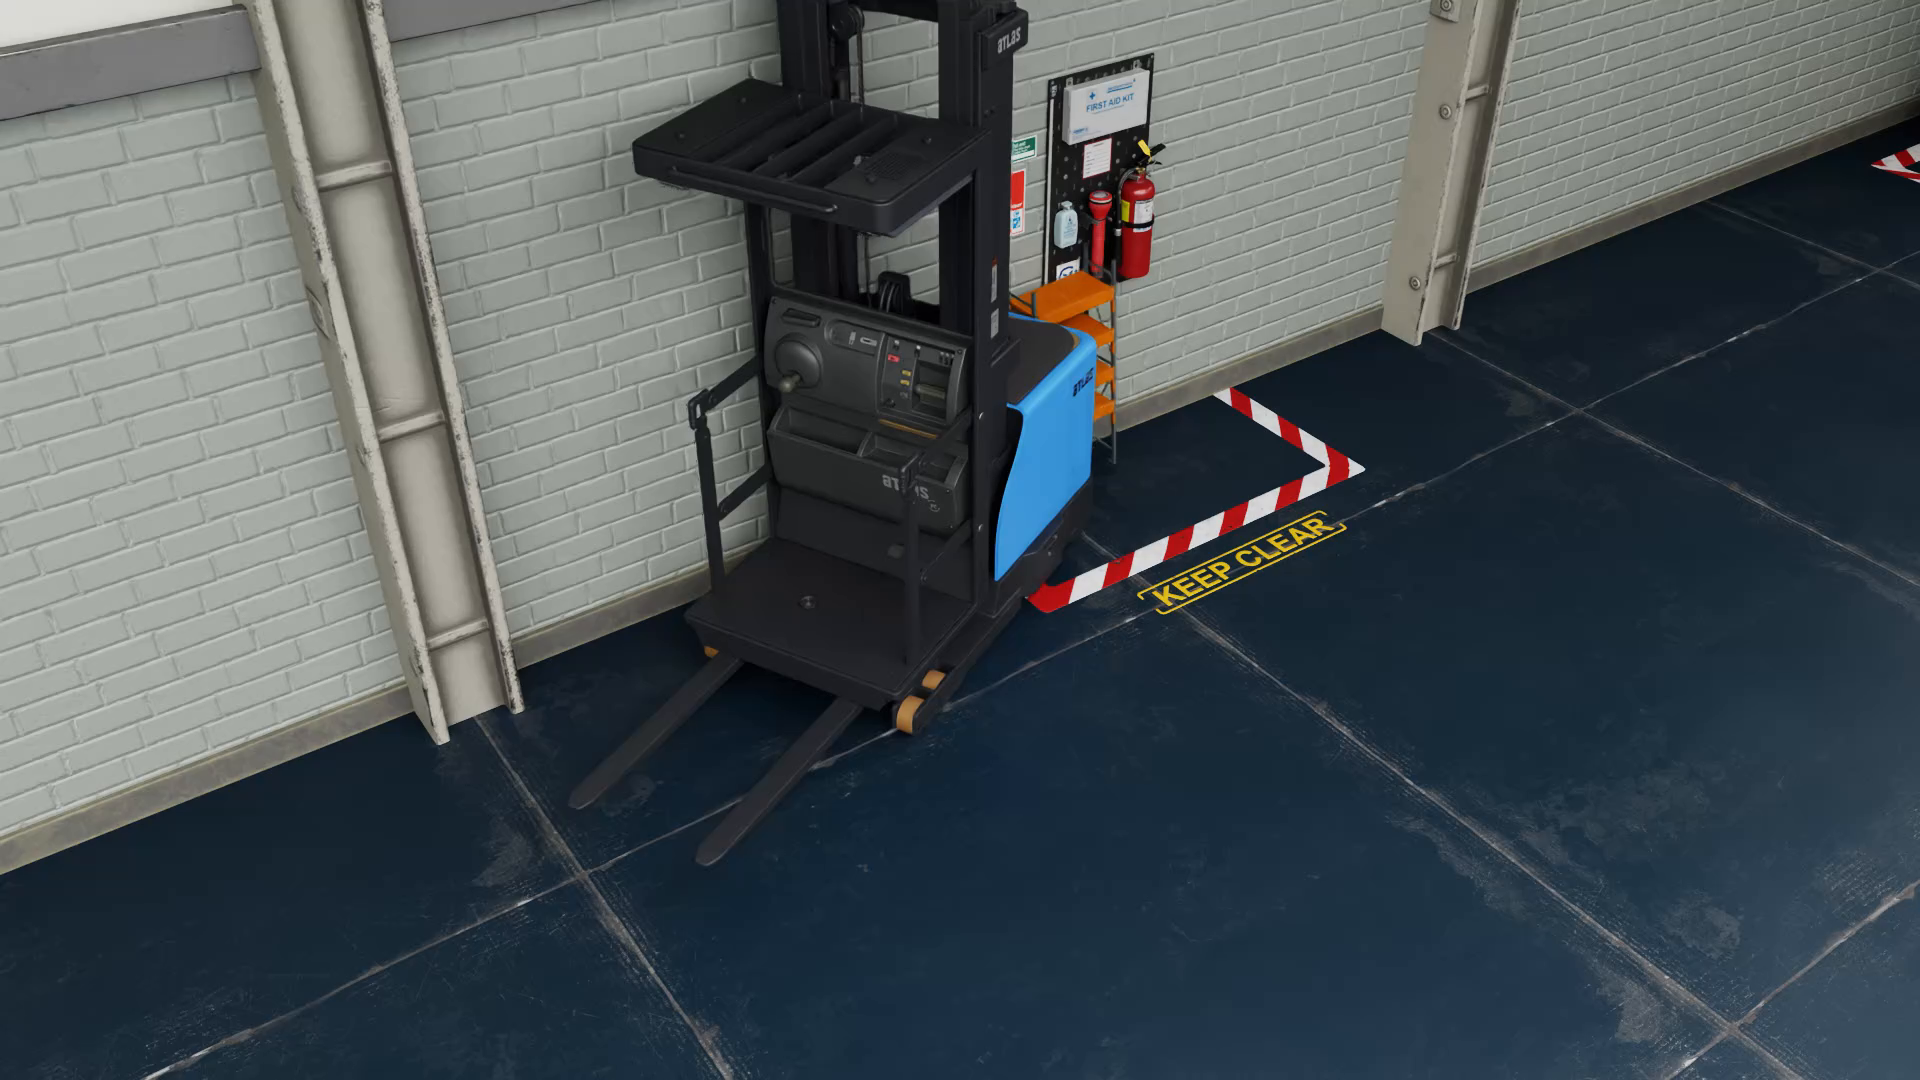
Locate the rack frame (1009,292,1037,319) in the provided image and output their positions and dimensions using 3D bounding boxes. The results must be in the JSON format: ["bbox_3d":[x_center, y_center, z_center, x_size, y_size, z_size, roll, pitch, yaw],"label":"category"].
[{"bbox_3d":[0.317,-0.741,8.274,0.015,1.200,0.240,-26,42,-26],"label":"rack frame"}]

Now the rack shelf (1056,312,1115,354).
[{"bbox_3d":[0.507,-0.960,8.284,0.480,0.148,0.258,-26,42,-26],"label":"rack shelf"}]

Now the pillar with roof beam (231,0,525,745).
[{"bbox_3d":[0.342,-0.868,1.750,0.400,9.000,9.100,-22,41,-28],"label":"pillar with roof beam"}]

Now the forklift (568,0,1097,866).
[{"bbox_3d":[-0.499,-0.664,6.663,1.130,2.935,3.031,18,39,23],"label":"forklift"}]

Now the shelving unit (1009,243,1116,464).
[{"bbox_3d":[0.516,-0.836,8.379,0.503,1.200,0.258,-26,42,-26],"label":"shelving unit"}]

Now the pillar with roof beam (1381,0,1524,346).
[{"bbox_3d":[5.246,-2.886,4.556,0.400,9.000,9.100,-22,41,-28],"label":"pillar with roof beam"}]

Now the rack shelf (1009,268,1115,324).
[{"bbox_3d":[0.493,-1.147,8.140,0.480,0.148,0.258,-26,42,-26],"label":"rack shelf"}]

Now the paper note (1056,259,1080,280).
[{"bbox_3d":[0.540,-1.308,8.255,0.142,0.148,0.016,-22,41,-28],"label":"paper note"}]

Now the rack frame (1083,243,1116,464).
[{"bbox_3d":[0.714,-0.932,8.484,0.015,1.200,0.240,-26,42,-26],"label":"rack frame"}]

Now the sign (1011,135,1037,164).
[{"bbox_3d":[0.222,-1.783,7.675,0.331,0.109,0.001,-22,41,-28],"label":"sign"}]

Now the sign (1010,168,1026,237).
[{"bbox_3d":[0.213,-1.570,7.834,0.234,0.329,0.001,-22,41,-28],"label":"sign"}]

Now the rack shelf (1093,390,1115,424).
[{"bbox_3d":[0.531,-0.626,8.541,0.480,0.148,0.258,-26,42,-26],"label":"rack shelf"}]

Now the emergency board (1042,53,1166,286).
[{"bbox_3d":[0.724,-1.693,8.034,0.643,1.169,0.194,-22,41,-28],"label":"emergency board"}]

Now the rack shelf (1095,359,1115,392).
[{"bbox_3d":[0.520,-0.783,8.420,0.480,0.148,0.258,-26,42,-26],"label":"rack shelf"}]
